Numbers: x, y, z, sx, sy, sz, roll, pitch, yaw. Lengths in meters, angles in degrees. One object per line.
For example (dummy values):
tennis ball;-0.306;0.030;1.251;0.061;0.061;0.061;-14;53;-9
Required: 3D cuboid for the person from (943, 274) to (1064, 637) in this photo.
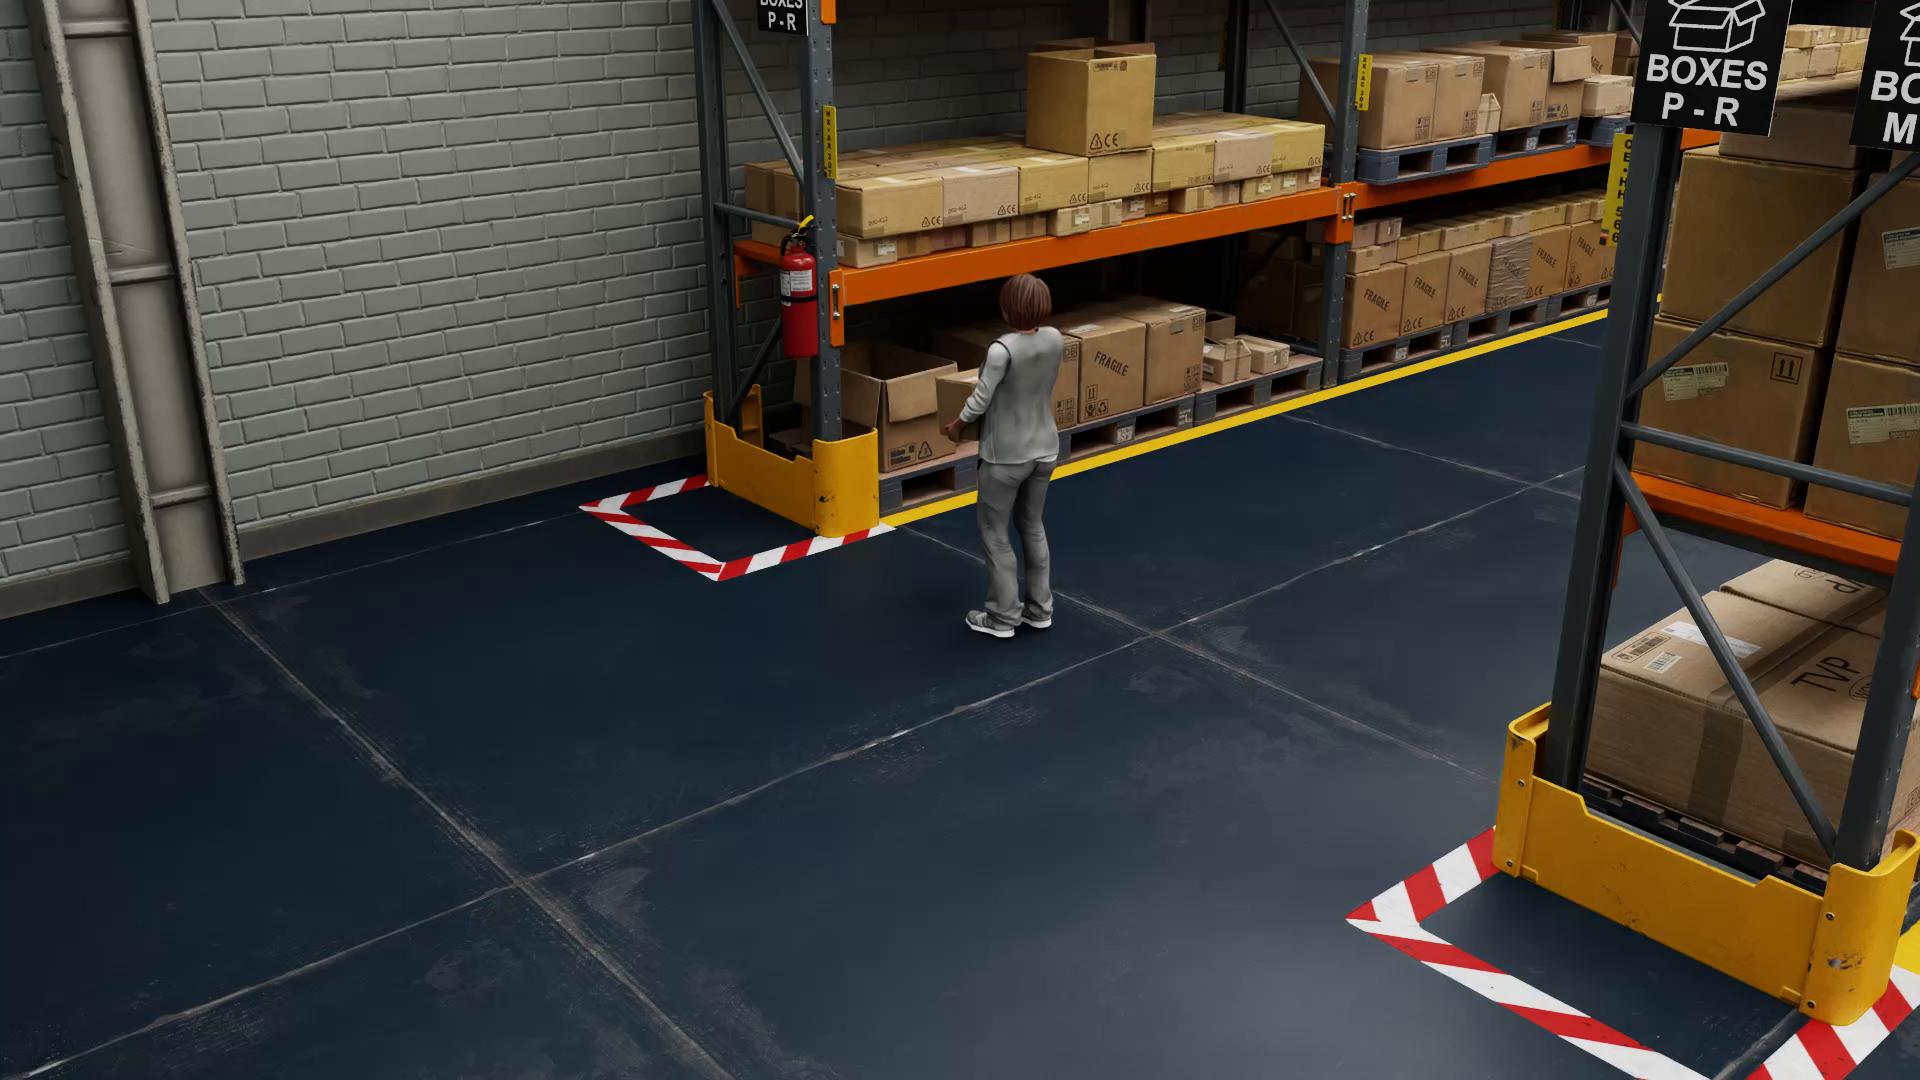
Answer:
person;0.187;-0.368;7.050;0.404;1.590;0.498;-17;27;-37
